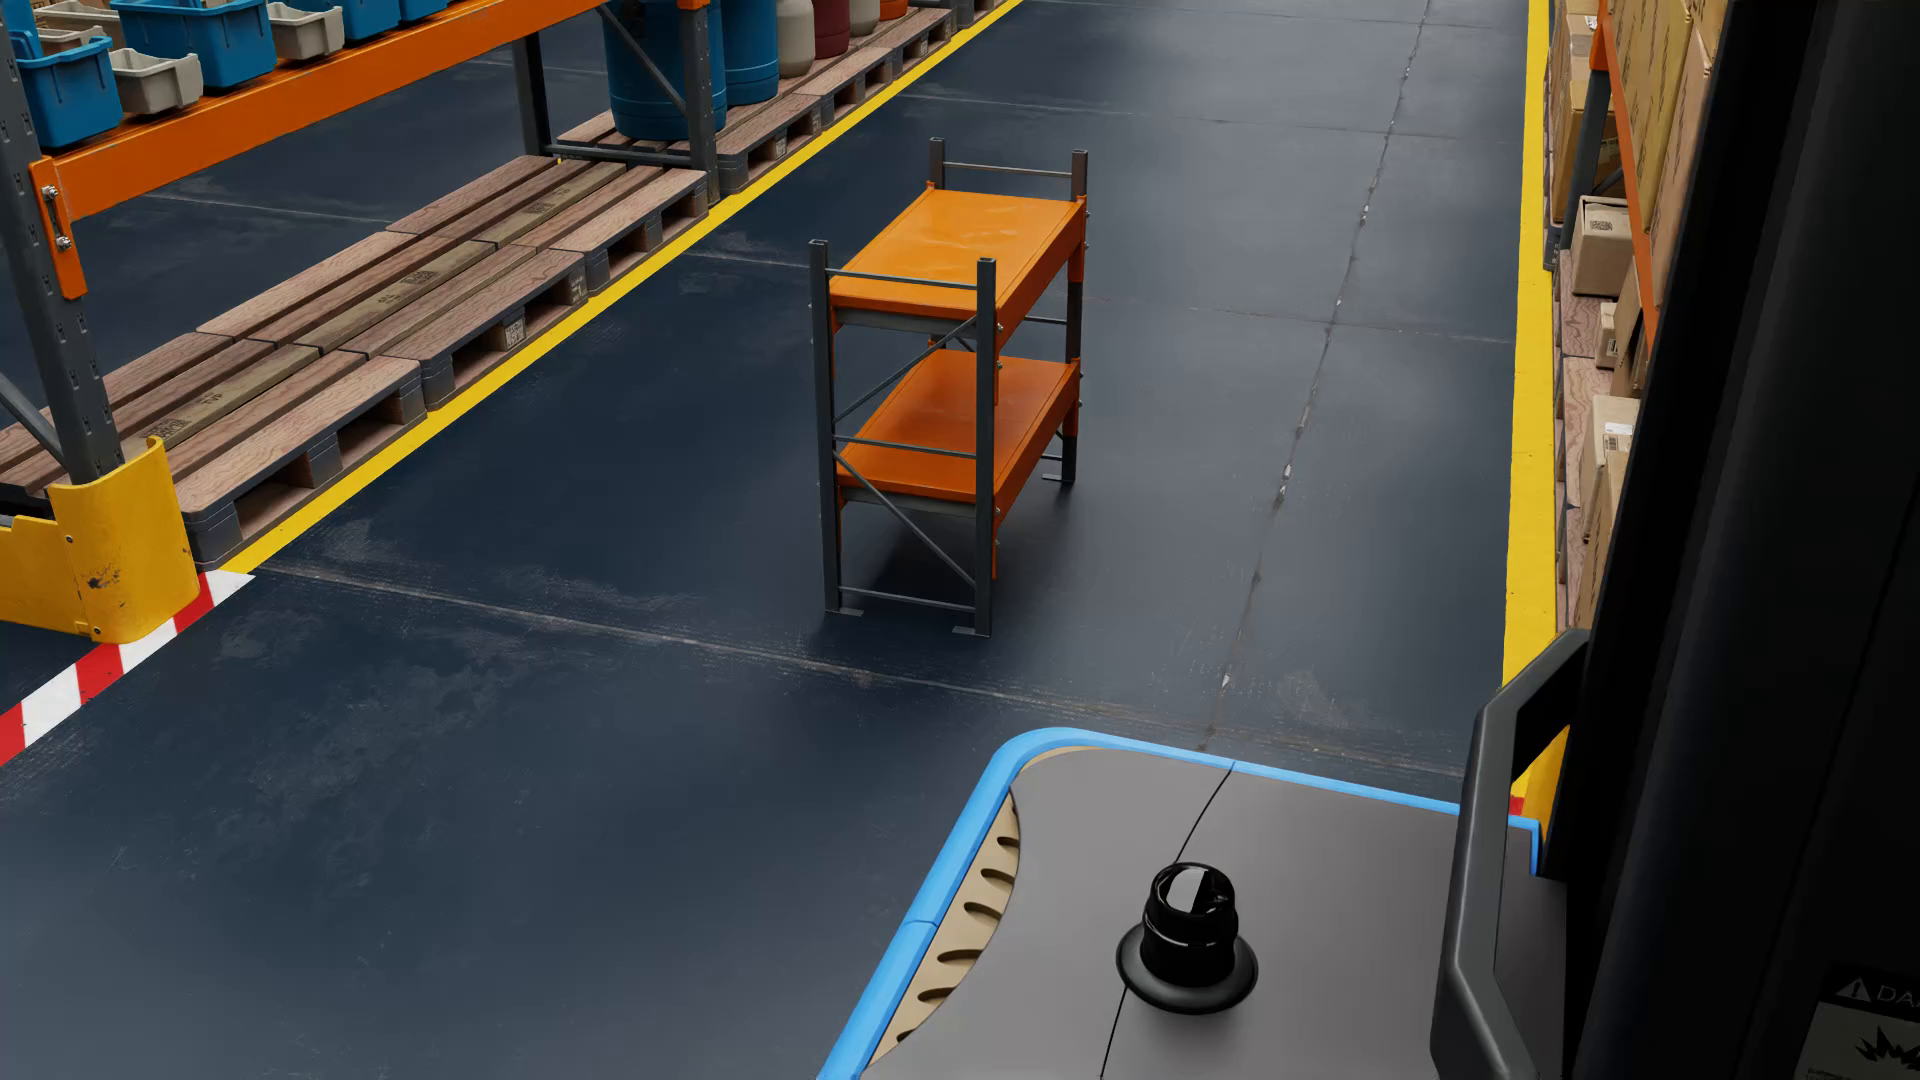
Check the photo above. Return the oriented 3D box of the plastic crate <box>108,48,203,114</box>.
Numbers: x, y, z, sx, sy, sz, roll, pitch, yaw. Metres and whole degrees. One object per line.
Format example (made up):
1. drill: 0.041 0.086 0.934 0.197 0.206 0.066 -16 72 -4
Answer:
1. plastic crate: -2.302 -1.297 4.706 0.250 0.136 0.298 8 30 15

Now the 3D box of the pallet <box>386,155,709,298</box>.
1. pallet: -1.867 -1.475 7.683 1.003 0.211 1.213 8 30 15

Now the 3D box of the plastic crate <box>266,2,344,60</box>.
1. plastic crate: -2.103 -1.613 5.273 0.250 0.136 0.298 8 30 15

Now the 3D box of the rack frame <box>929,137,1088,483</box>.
1. rack frame: 0.147 -0.725 5.396 0.500 1.125 0.032 8 30 15

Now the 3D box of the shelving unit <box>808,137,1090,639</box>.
1. shelving unit: -0.002 -0.488 4.971 0.538 1.125 1.048 8 30 15

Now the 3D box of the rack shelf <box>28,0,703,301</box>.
1. rack shelf: -2.275 -1.797 6.134 1.077 0.370 4.000 8 30 15

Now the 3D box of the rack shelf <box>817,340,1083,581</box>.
1. rack shelf: -0.002 -0.275 5.090 0.538 0.278 1.000 8 30 15

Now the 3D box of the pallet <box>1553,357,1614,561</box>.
1. pallet: 2.487 -0.225 5.438 1.003 0.211 1.213 8 30 15

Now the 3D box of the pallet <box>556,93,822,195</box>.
1. pallet: -1.422 -2.174 8.942 1.003 0.211 1.213 8 30 15

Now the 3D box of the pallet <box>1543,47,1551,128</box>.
1. pallet: 3.965 -2.631 9.762 1.003 0.211 1.213 8 30 15

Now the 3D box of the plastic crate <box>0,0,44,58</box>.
1. plastic crate: -2.942 -1.405 4.593 0.616 0.435 0.499 8 30 15

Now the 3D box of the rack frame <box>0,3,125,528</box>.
1. rack frame: -2.862 -1.181 4.288 1.000 3.000 0.127 8 30 15

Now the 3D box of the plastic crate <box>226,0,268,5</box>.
1. plastic crate: -2.569 -1.903 5.795 0.298 0.136 0.250 8 30 15

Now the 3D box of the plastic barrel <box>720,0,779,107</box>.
1. plastic barrel: -1.304 -2.886 9.079 0.600 0.901 0.708 8 30 15

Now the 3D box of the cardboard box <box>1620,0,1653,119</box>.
1. cardboard box: 2.192 -1.470 4.705 0.500 0.500 0.500 8 30 14

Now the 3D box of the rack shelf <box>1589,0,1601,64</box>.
1. rack shelf: 3.633 -2.947 8.202 1.077 0.370 4.000 8 30 15

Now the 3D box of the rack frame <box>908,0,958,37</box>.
1. rack frame: -0.514 -4.899 10.971 1.000 3.000 0.127 8 30 15

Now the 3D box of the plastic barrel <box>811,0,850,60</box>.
1. plastic barrel: -0.973 -3.274 10.099 0.600 0.588 0.708 8 30 15

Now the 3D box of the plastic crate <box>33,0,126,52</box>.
1. plastic crate: -2.697 -1.630 5.304 0.396 0.136 0.243 8 30 15

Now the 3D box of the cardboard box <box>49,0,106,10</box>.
1. cardboard box: -5.993 -3.718 10.601 1.225 0.875 0.875 7 30 13

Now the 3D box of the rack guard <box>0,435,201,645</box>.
1. rack guard: -2.857 -0.076 4.873 1.175 0.500 0.348 8 30 15

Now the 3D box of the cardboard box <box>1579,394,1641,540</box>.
1. cardboard box: 2.104 -0.189 4.879 0.500 0.250 0.500 8 30 15

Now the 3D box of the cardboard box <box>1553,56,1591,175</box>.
1. cardboard box: 3.070 -1.930 7.753 0.500 0.500 0.500 9 30 15

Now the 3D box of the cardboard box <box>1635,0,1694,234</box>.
1. cardboard box: 1.892 -1.005 3.869 0.500 0.500 0.500 9 30 15

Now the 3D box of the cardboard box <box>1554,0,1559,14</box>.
1. cardboard box: 4.289 -3.692 11.198 0.500 0.250 0.500 8 30 14

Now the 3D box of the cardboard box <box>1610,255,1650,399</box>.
1. cardboard box: 2.499 -0.559 5.285 0.797 0.503 0.637 8 30 15

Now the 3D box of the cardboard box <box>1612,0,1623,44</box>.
1. cardboard box: 2.489 -1.939 5.547 0.500 0.500 0.500 9 30 16

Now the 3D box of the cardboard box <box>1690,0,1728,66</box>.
1. cardboard box: 1.740 -1.200 3.190 0.500 0.500 0.500 8 30 14

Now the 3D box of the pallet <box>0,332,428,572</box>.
1. pallet: -2.583 -0.341 5.645 1.003 0.211 1.213 8 30 15

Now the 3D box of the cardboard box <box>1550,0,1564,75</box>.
1. cardboard box: 3.665 -2.876 9.453 0.500 0.500 0.500 7 30 13

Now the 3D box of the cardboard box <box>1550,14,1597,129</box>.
1. cardboard box: 3.365 -2.400 8.598 0.500 0.500 0.500 7 30 13

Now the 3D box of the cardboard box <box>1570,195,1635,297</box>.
1. cardboard box: 2.716 -1.185 6.608 0.500 0.311 0.500 8 30 15

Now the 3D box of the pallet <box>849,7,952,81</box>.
1. pallet: -0.706 -3.308 10.980 1.003 0.211 1.213 8 30 15

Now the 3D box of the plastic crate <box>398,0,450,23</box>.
1. plastic crate: -2.000 -1.954 5.787 0.416 0.233 0.300 8 30 15

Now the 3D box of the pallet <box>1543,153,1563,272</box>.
1. pallet: 3.249 -1.497 7.723 1.003 0.211 1.213 8 30 15

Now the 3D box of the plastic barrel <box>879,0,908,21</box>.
1. plastic barrel: -0.641 -3.905 10.984 0.600 0.830 0.708 8 30 15
